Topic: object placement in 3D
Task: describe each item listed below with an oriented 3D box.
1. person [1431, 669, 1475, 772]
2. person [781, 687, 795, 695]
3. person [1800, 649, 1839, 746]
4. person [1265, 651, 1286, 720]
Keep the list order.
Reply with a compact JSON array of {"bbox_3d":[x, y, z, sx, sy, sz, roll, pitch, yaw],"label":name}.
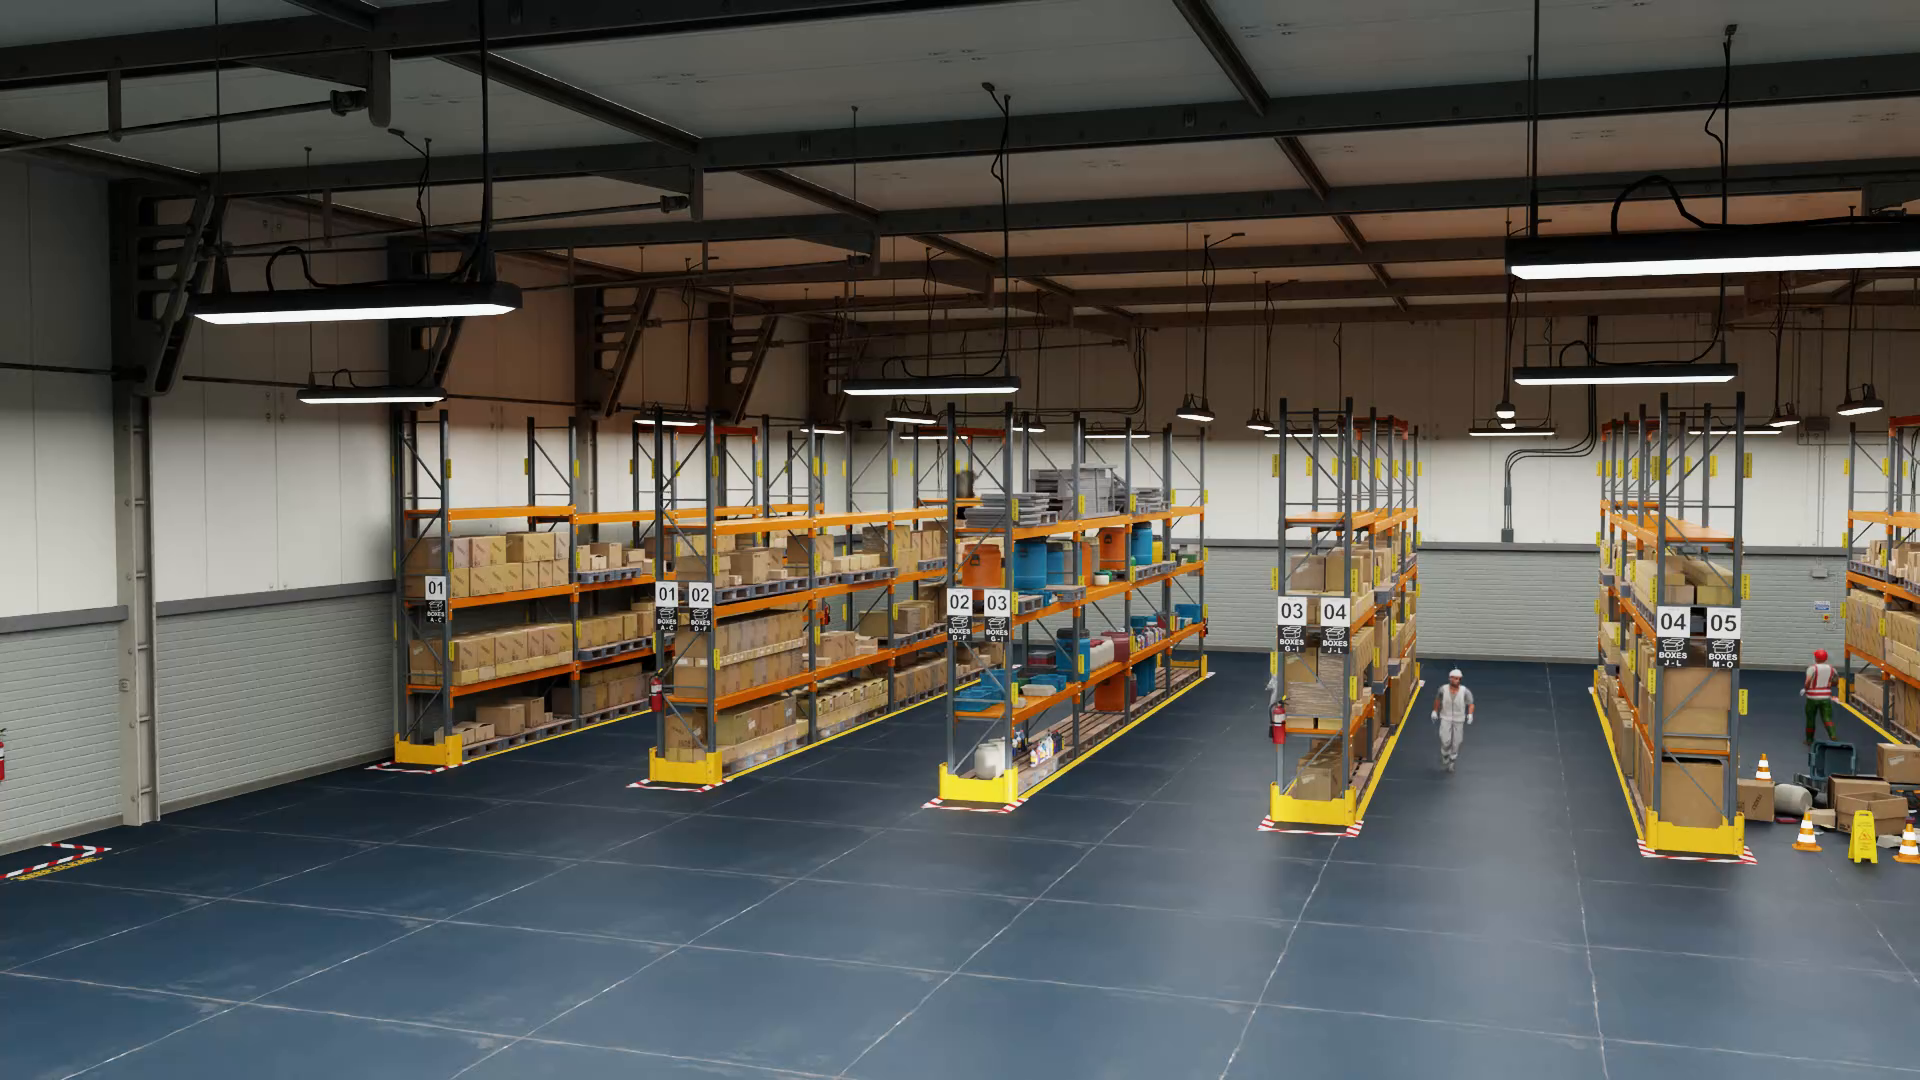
[{"bbox_3d":[8.034,2.954,27.061,0.636,1.727,0.818,0,2,10],"label":"person"},{"bbox_3d":[-3.703,2.720,35.647,0.639,1.640,0.789,-1,3,-23],"label":"person"},{"bbox_3d":[15.296,2.819,29.584,0.656,1.765,1.000,0,2,7],"label":"person"},{"bbox_3d":[6.060,2.880,31.367,0.595,1.630,0.711,-2,3,-38],"label":"person"}]
